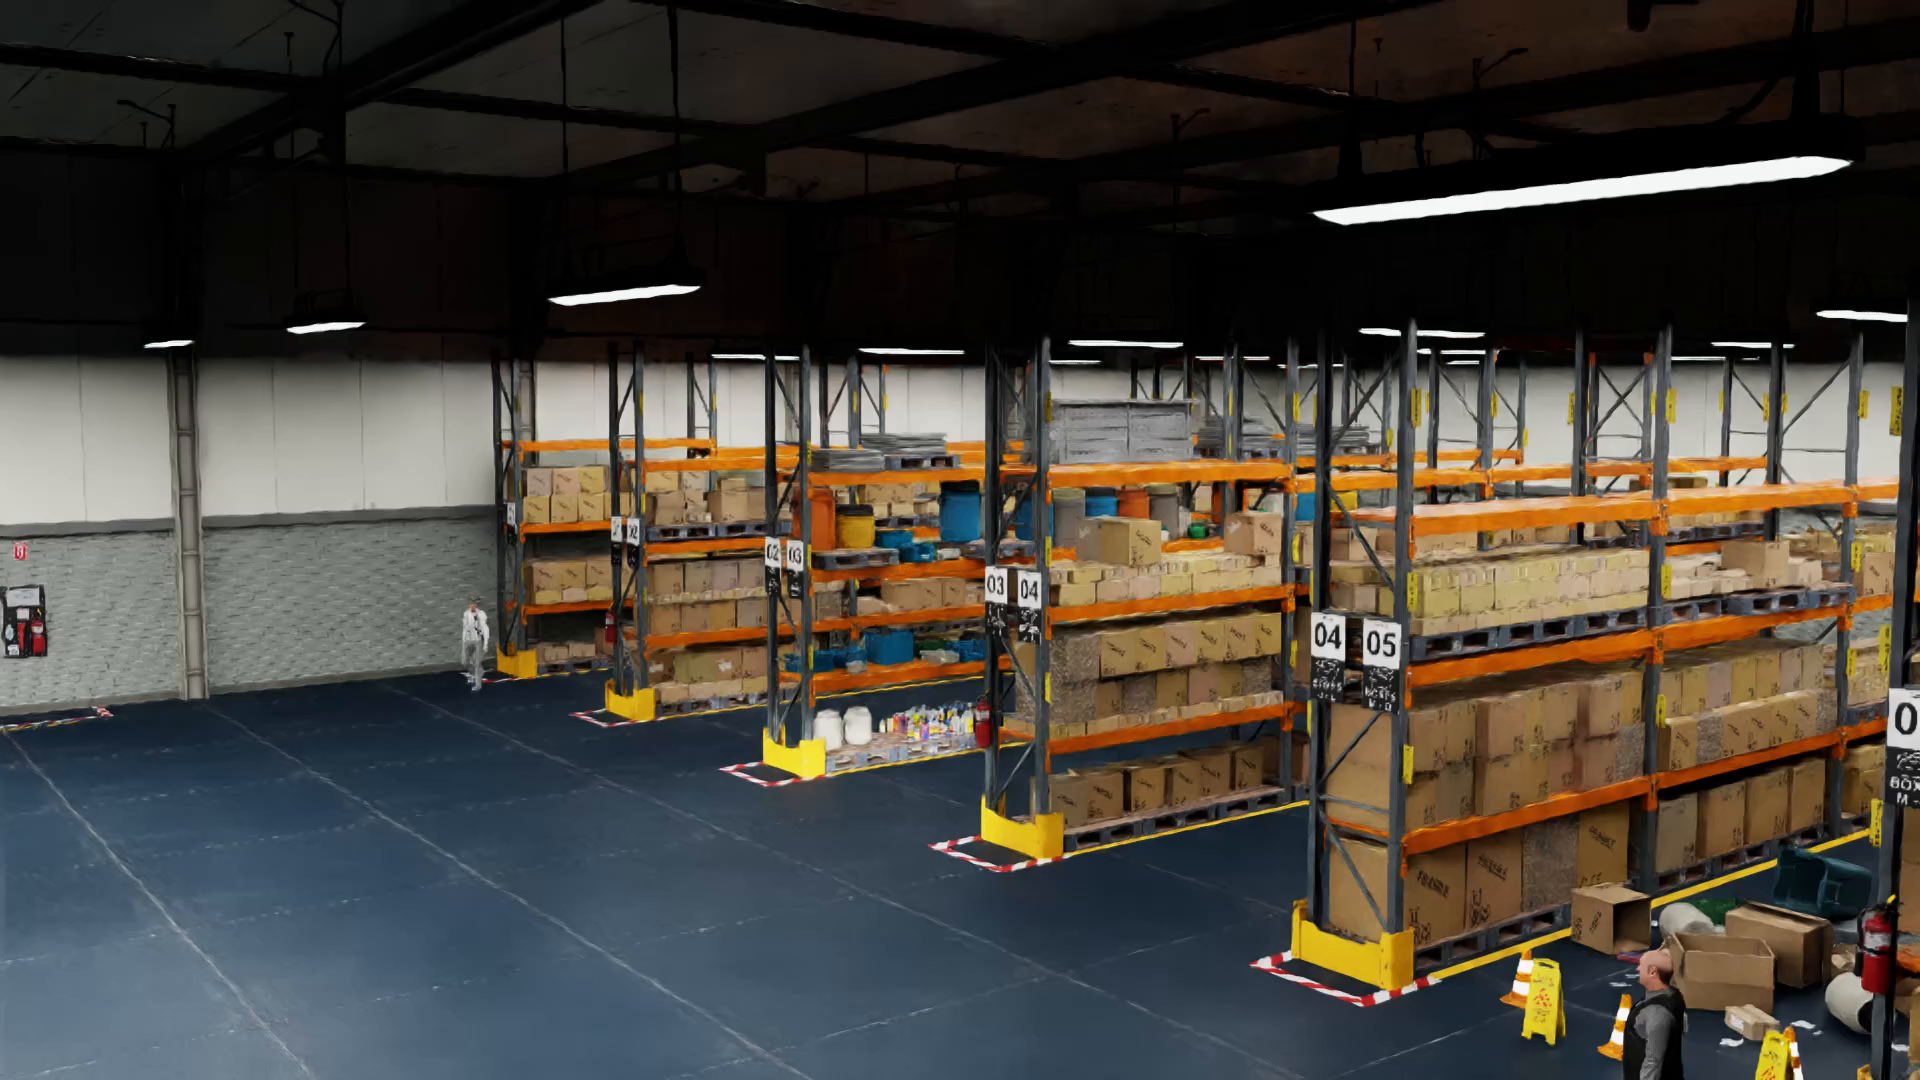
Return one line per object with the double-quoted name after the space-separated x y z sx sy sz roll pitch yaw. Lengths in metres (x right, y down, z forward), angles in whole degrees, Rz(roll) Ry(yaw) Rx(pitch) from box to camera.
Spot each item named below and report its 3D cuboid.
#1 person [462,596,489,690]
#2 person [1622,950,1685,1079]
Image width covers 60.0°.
-8.473 1.778 29.146 0.538 1.671 0.517 1 5 16 "person"
4.347 3.413 10.312 0.507 1.718 0.723 2 5 22 "person"
